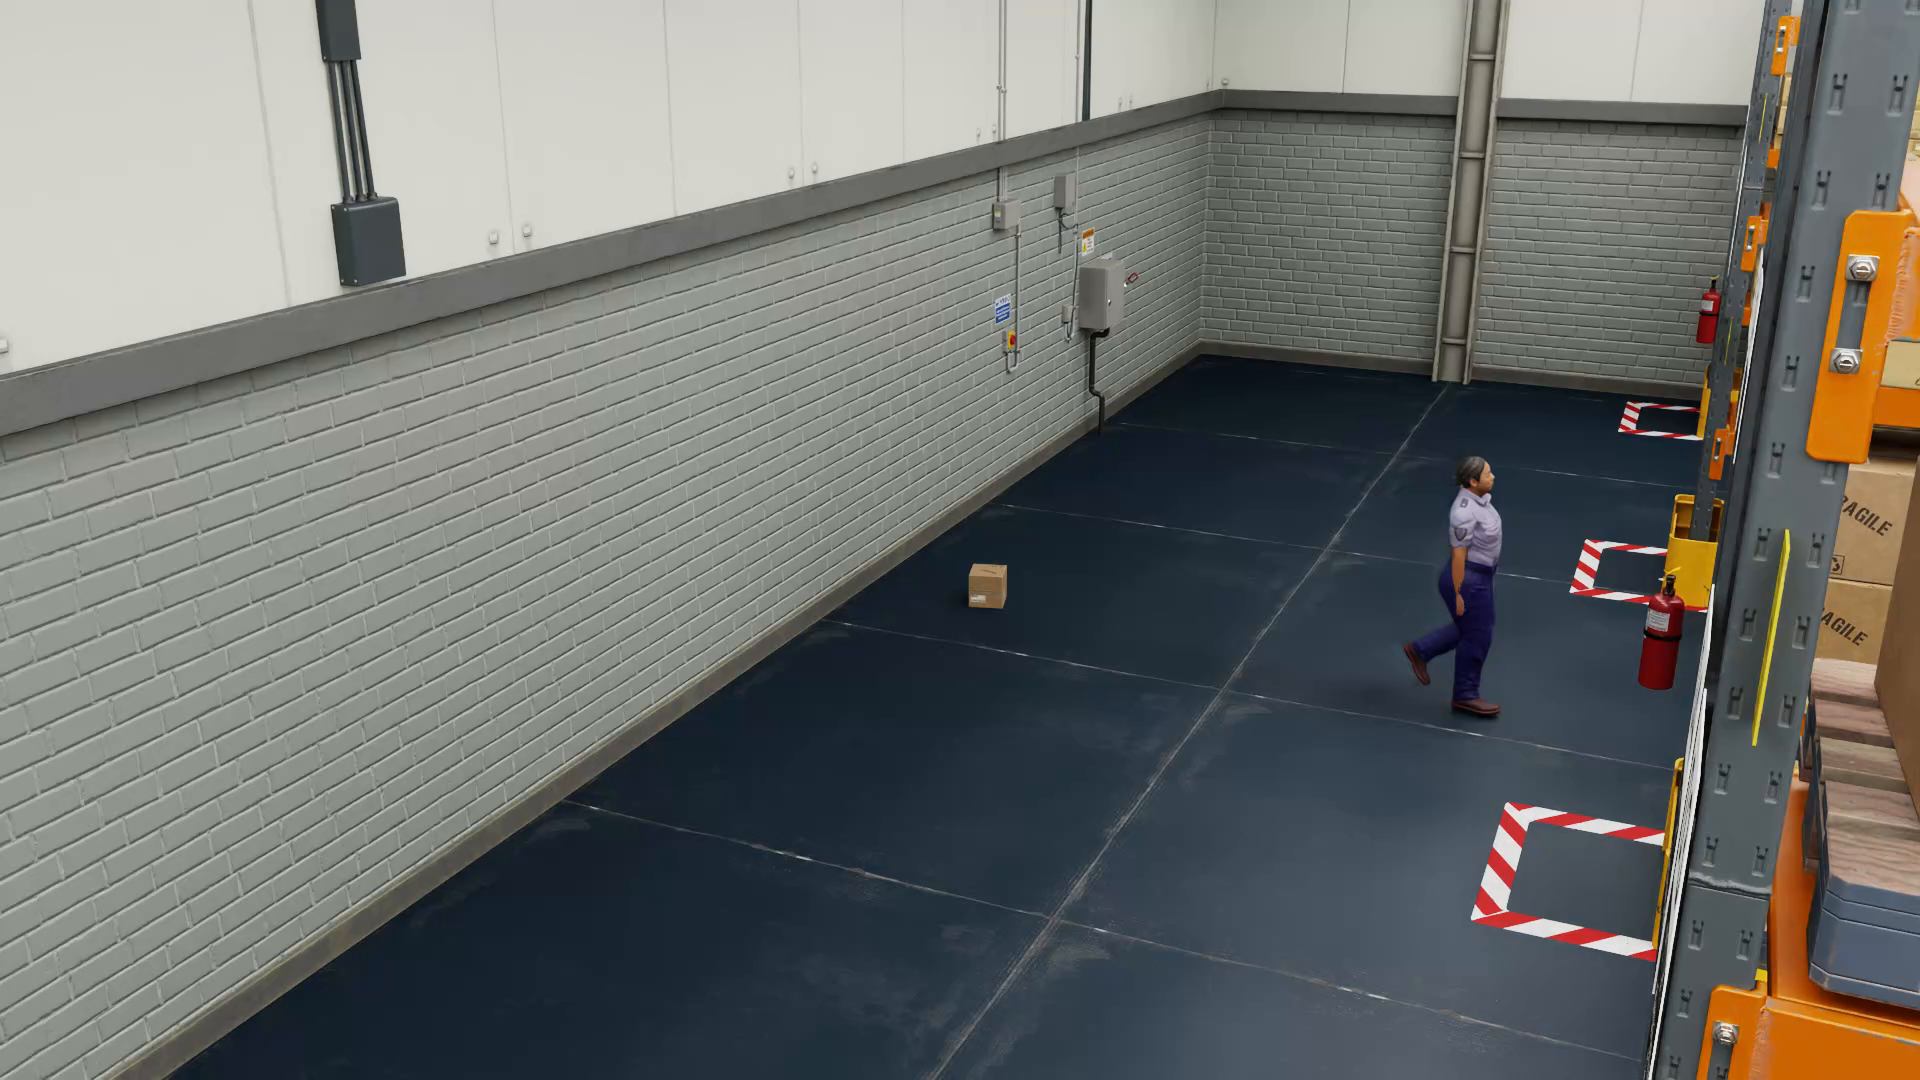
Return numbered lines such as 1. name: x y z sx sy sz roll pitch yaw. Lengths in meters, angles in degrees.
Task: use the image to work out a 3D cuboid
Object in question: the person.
1. person: 3.119 0.258 10.314 0.626 1.616 0.480 8 21 22
